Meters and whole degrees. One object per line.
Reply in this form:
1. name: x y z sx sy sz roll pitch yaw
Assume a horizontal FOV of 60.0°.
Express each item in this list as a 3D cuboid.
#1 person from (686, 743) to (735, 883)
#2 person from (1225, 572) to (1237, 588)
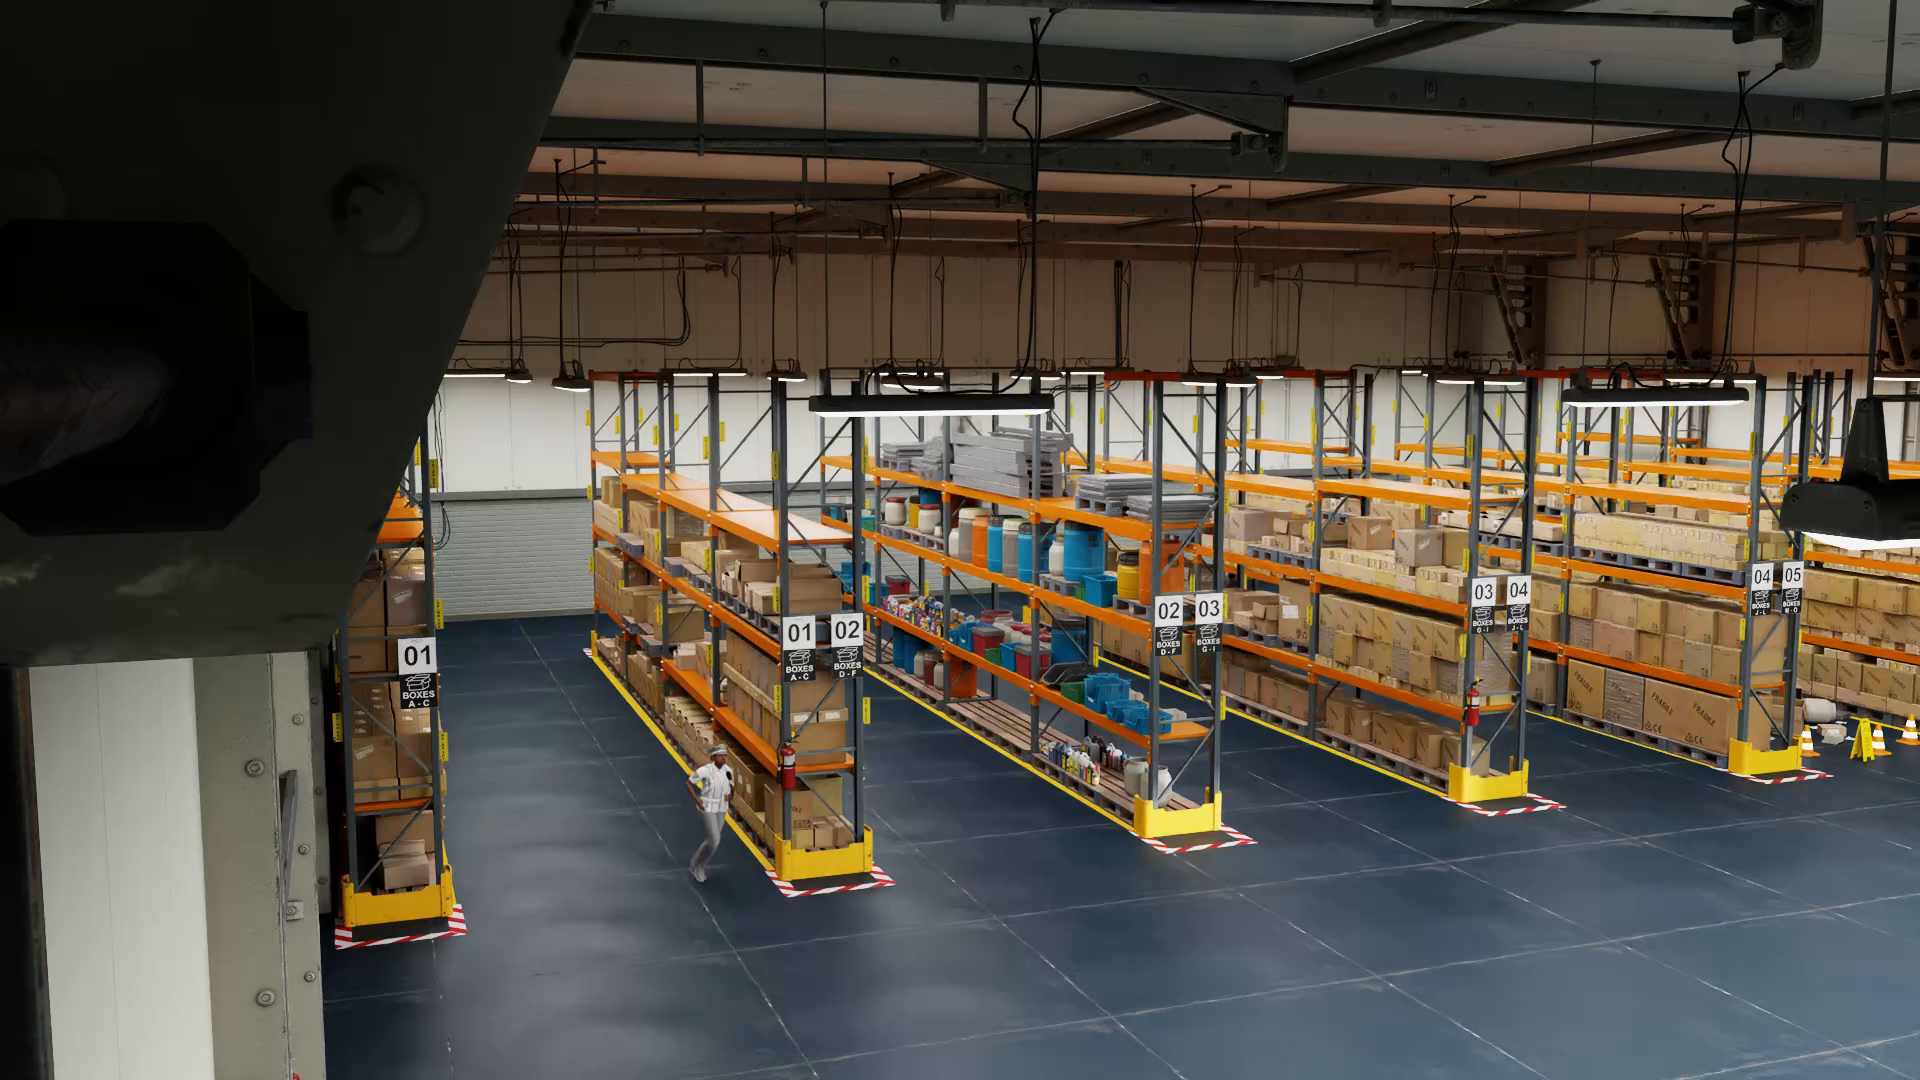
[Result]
1. person: -2.972 3.275 20.081 0.601 1.687 0.554 6 9 44
2. person: 6.896 0.899 41.675 0.598 1.607 0.756 1 6 7
